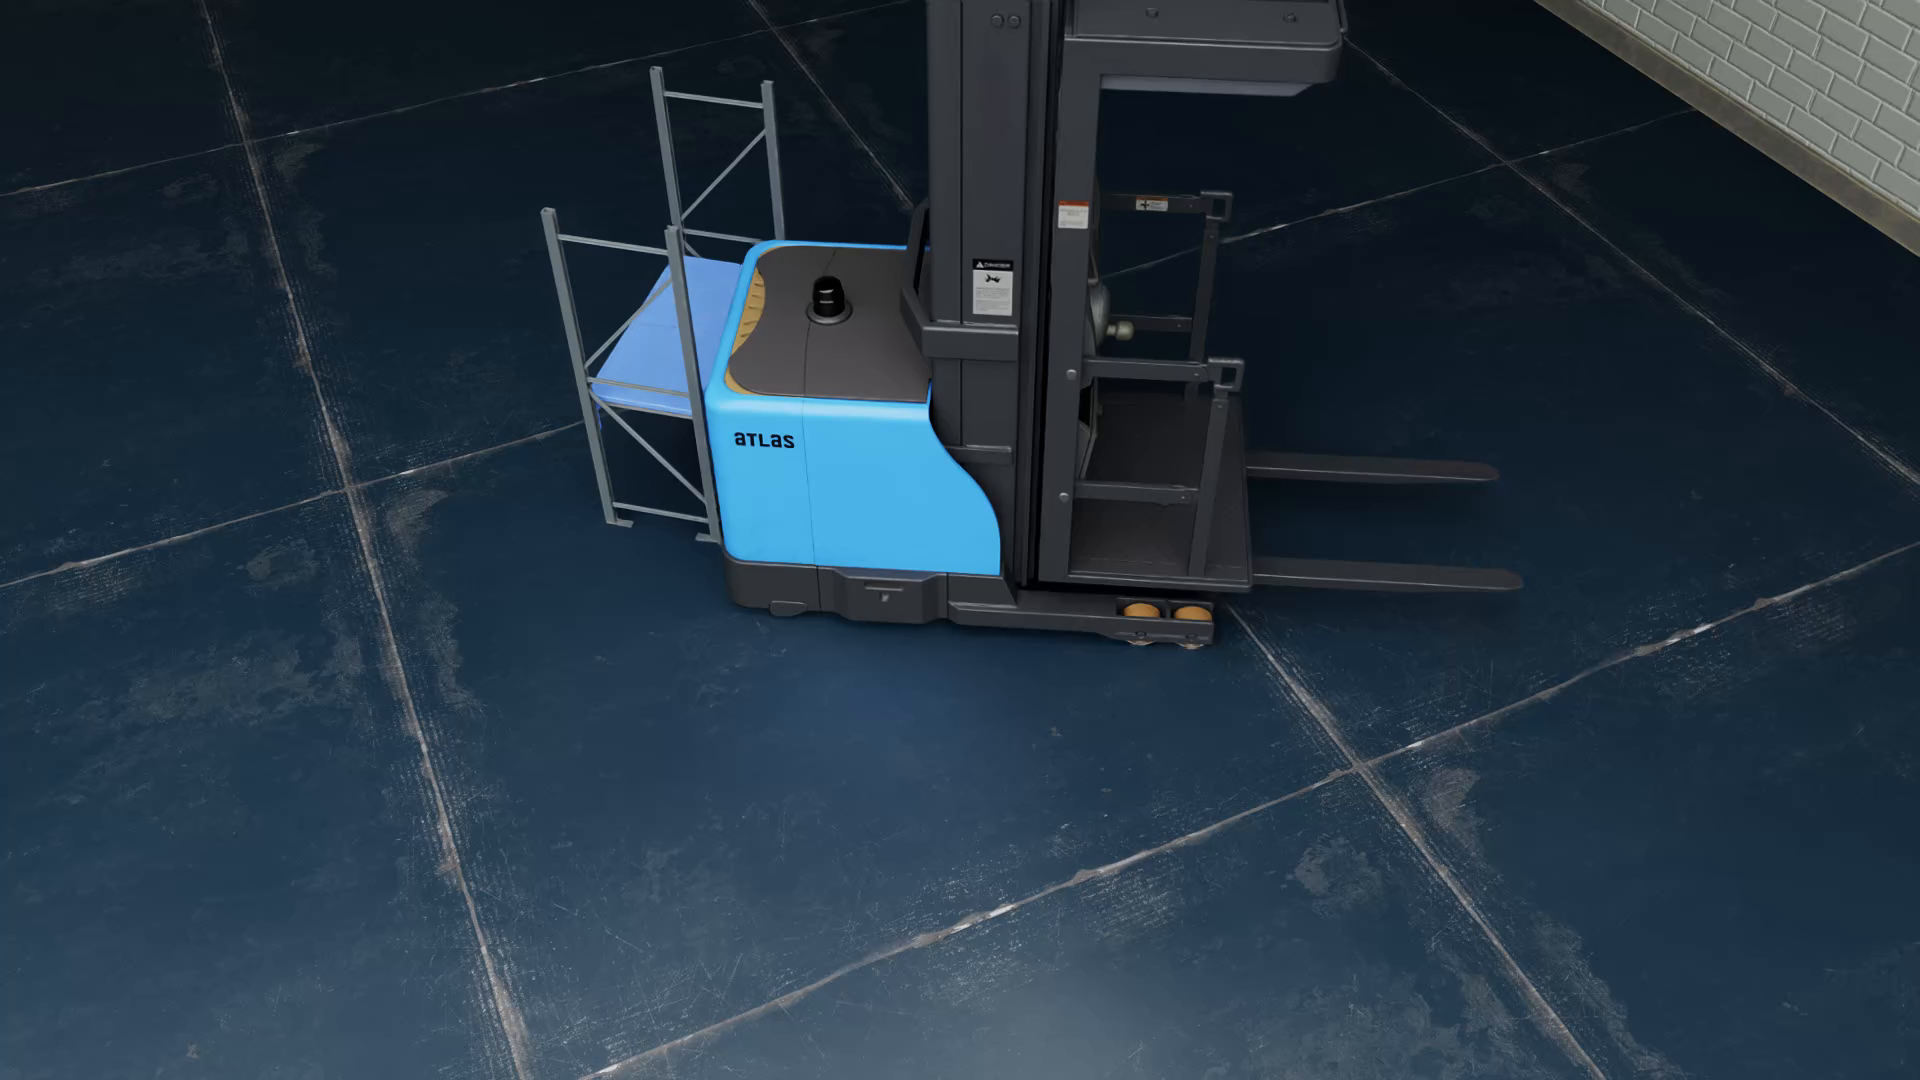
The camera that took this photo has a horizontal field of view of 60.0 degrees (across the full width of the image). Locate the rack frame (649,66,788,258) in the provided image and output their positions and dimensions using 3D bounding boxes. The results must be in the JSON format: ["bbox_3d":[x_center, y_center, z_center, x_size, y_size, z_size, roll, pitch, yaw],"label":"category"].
[{"bbox_3d":[-0.961,-1.264,6.962,0.500,1.500,0.032,10,45,10],"label":"rack frame"}]

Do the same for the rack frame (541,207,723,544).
[{"bbox_3d":[-1.207,-0.571,6.260,0.500,1.500,0.032,10,45,10],"label":"rack frame"}]

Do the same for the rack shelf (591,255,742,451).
[{"bbox_3d":[-1.084,-0.790,6.738,0.538,0.185,1.000,10,45,10],"label":"rack shelf"}]

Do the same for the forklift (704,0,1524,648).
[{"bbox_3d":[0.639,-1.024,5.701,3.031,2.935,1.130,3,45,3],"label":"forklift"}]

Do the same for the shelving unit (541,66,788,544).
[{"bbox_3d":[-1.084,-0.918,6.611,0.538,1.500,1.048,10,45,10],"label":"shelving unit"}]
